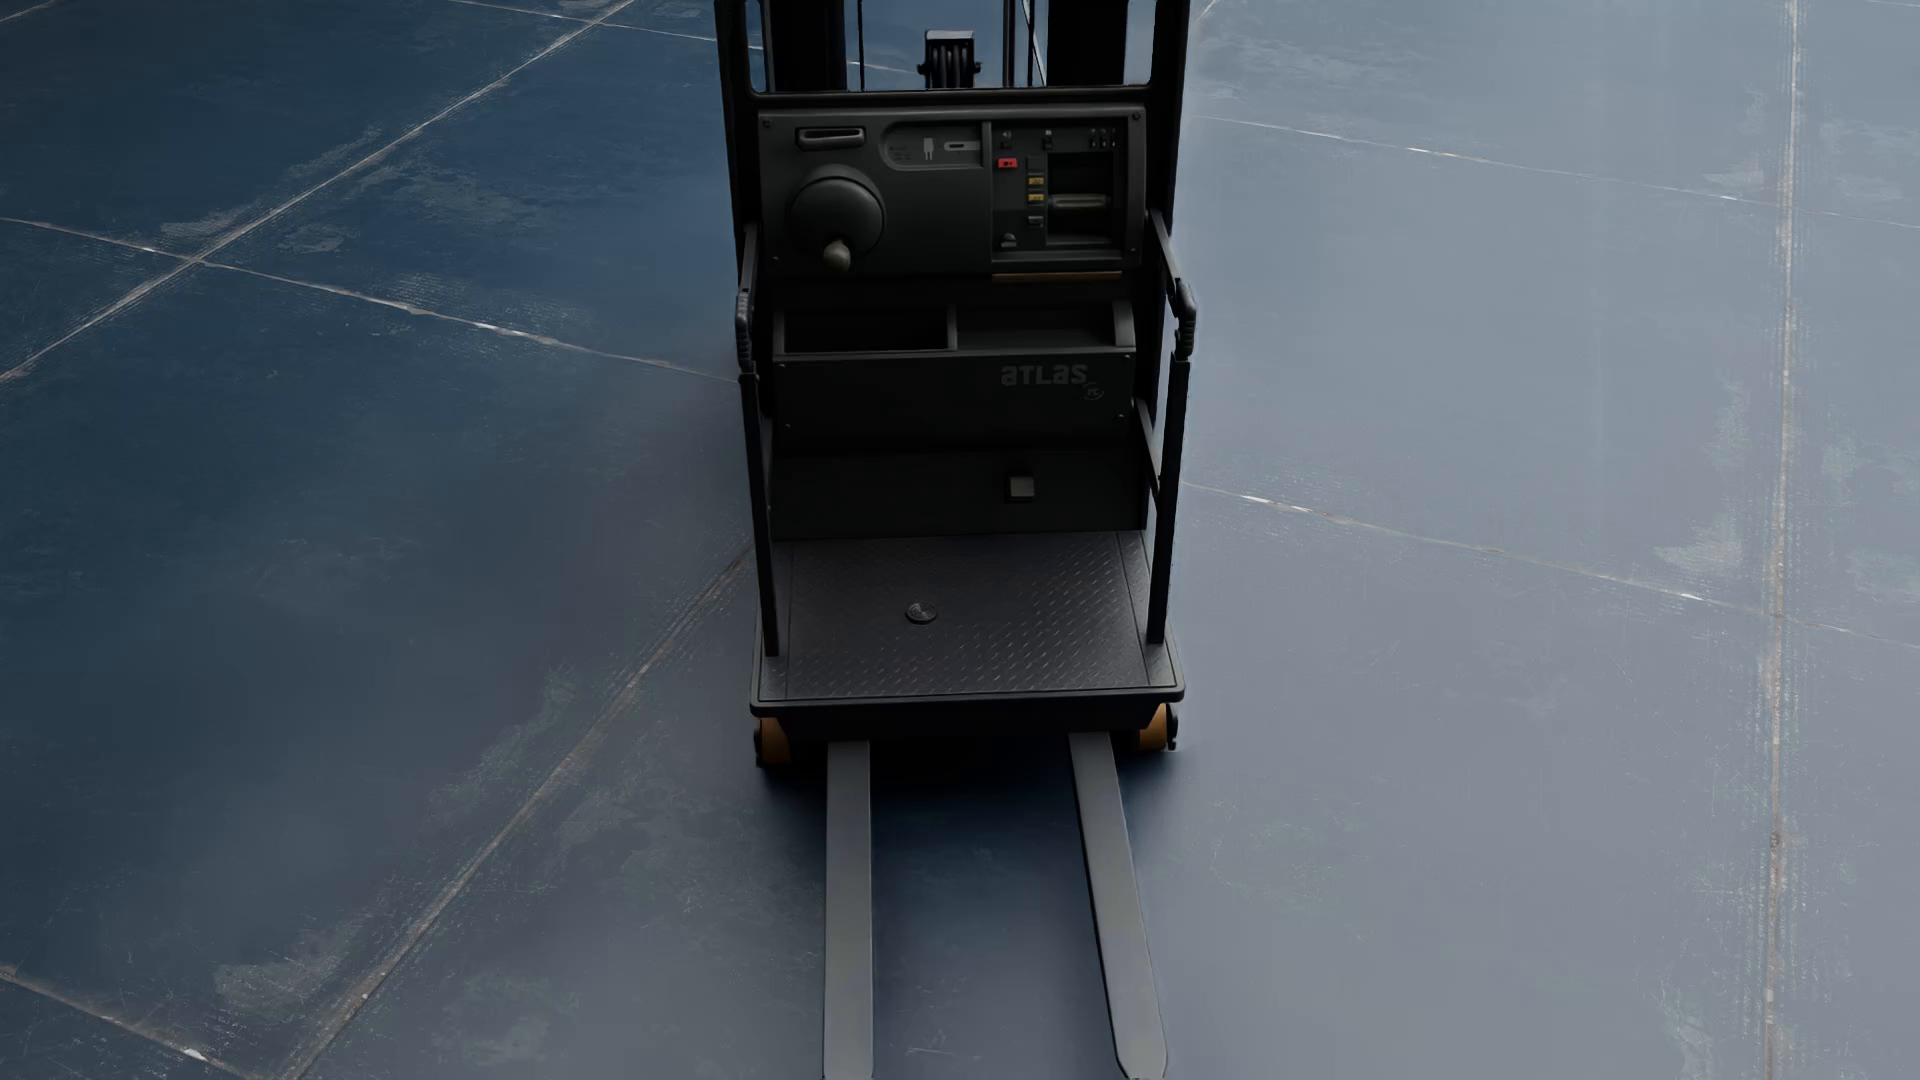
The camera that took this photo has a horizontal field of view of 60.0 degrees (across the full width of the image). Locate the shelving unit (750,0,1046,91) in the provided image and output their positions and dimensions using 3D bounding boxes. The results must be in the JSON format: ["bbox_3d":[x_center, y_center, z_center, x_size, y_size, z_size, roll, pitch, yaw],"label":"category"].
[{"bbox_3d":[-0.201,-1.369,5.829,1.083,1.500,0.587,-14,39,-17],"label":"shelving unit"}]

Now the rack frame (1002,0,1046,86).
[{"bbox_3d":[0.262,-1.481,5.979,0.032,1.500,0.500,-14,39,-17],"label":"rack frame"}]

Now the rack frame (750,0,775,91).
[{"bbox_3d":[-0.681,-1.253,5.674,0.032,1.500,0.500,-14,39,-17],"label":"rack frame"}]

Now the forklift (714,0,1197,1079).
[{"bbox_3d":[-0.003,-0.777,3.841,1.130,2.935,3.031,-2,37,-2],"label":"forklift"}]
